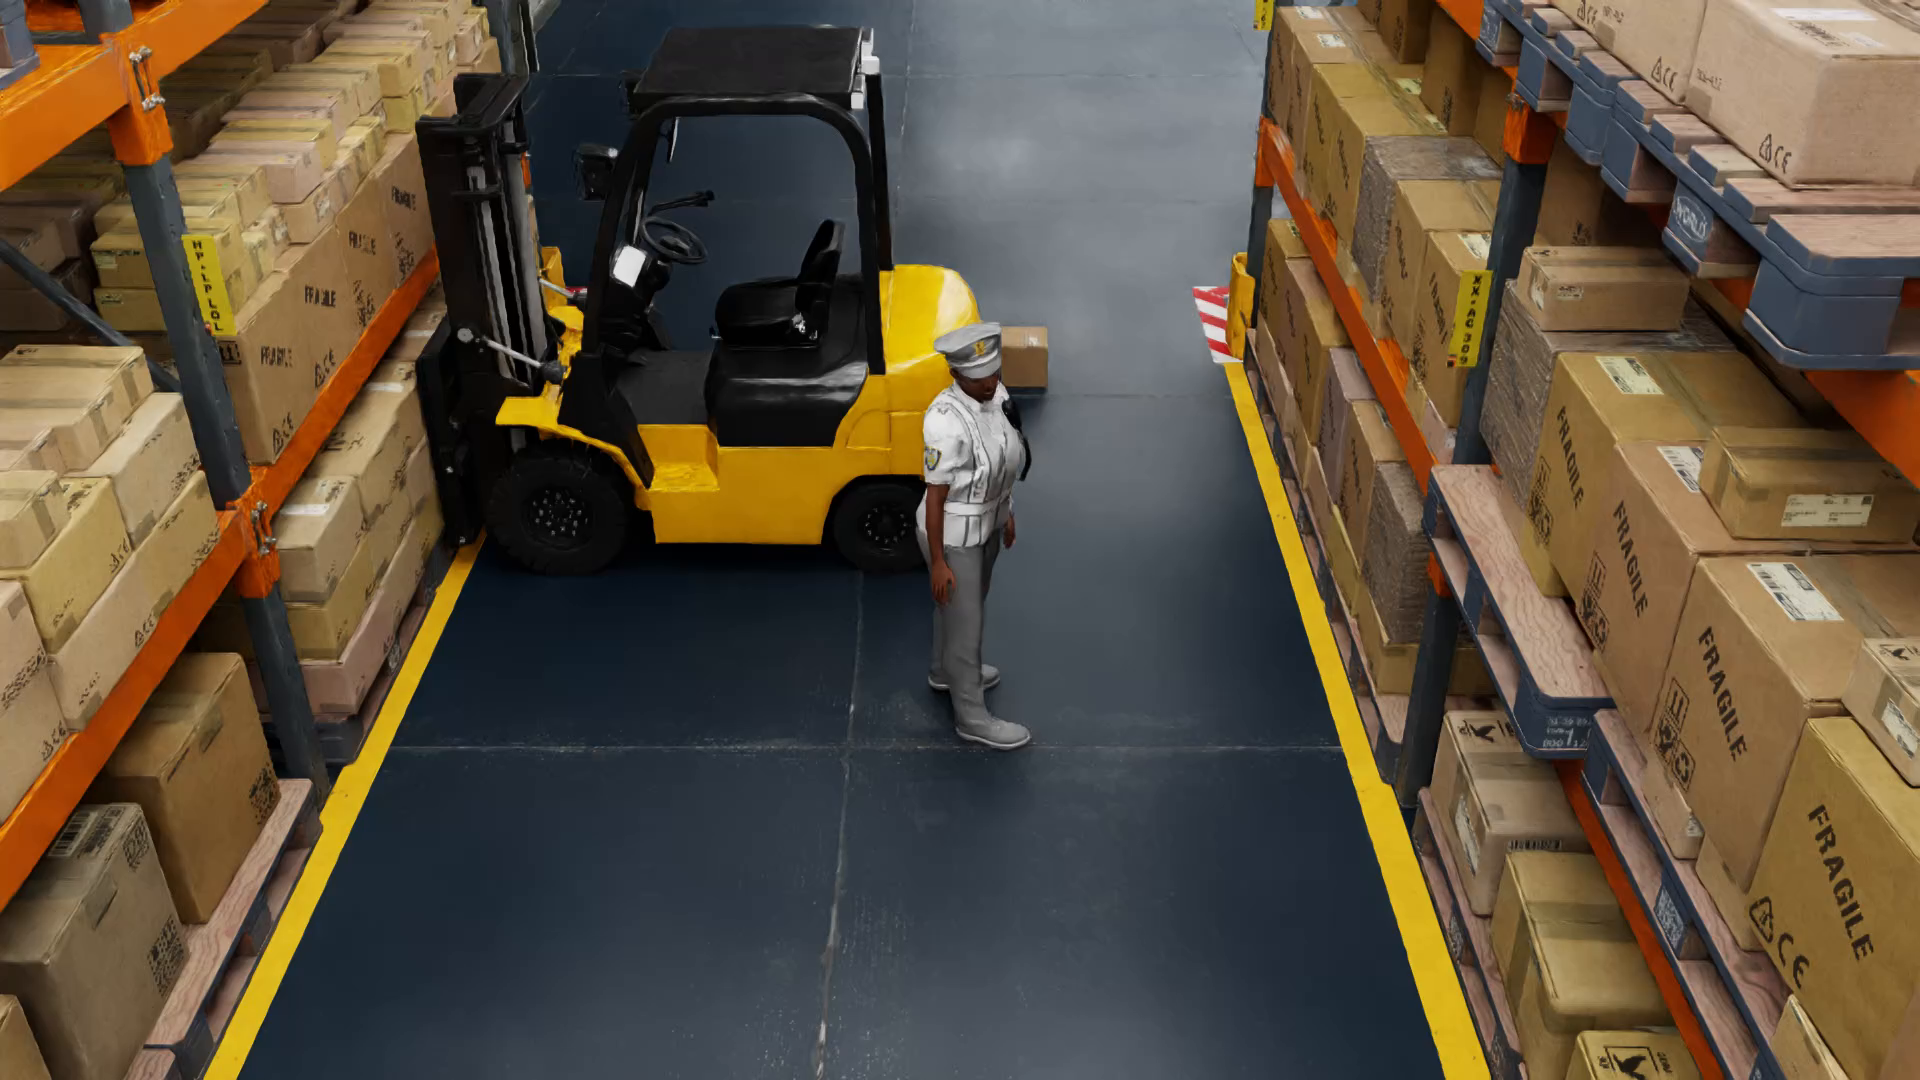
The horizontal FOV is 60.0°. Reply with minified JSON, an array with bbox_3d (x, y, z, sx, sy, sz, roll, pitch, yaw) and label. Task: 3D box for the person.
[{"bbox_3d":[0.066,-0.015,6.106,0.541,1.672,0.559,16,35,24],"label":"person"}]
